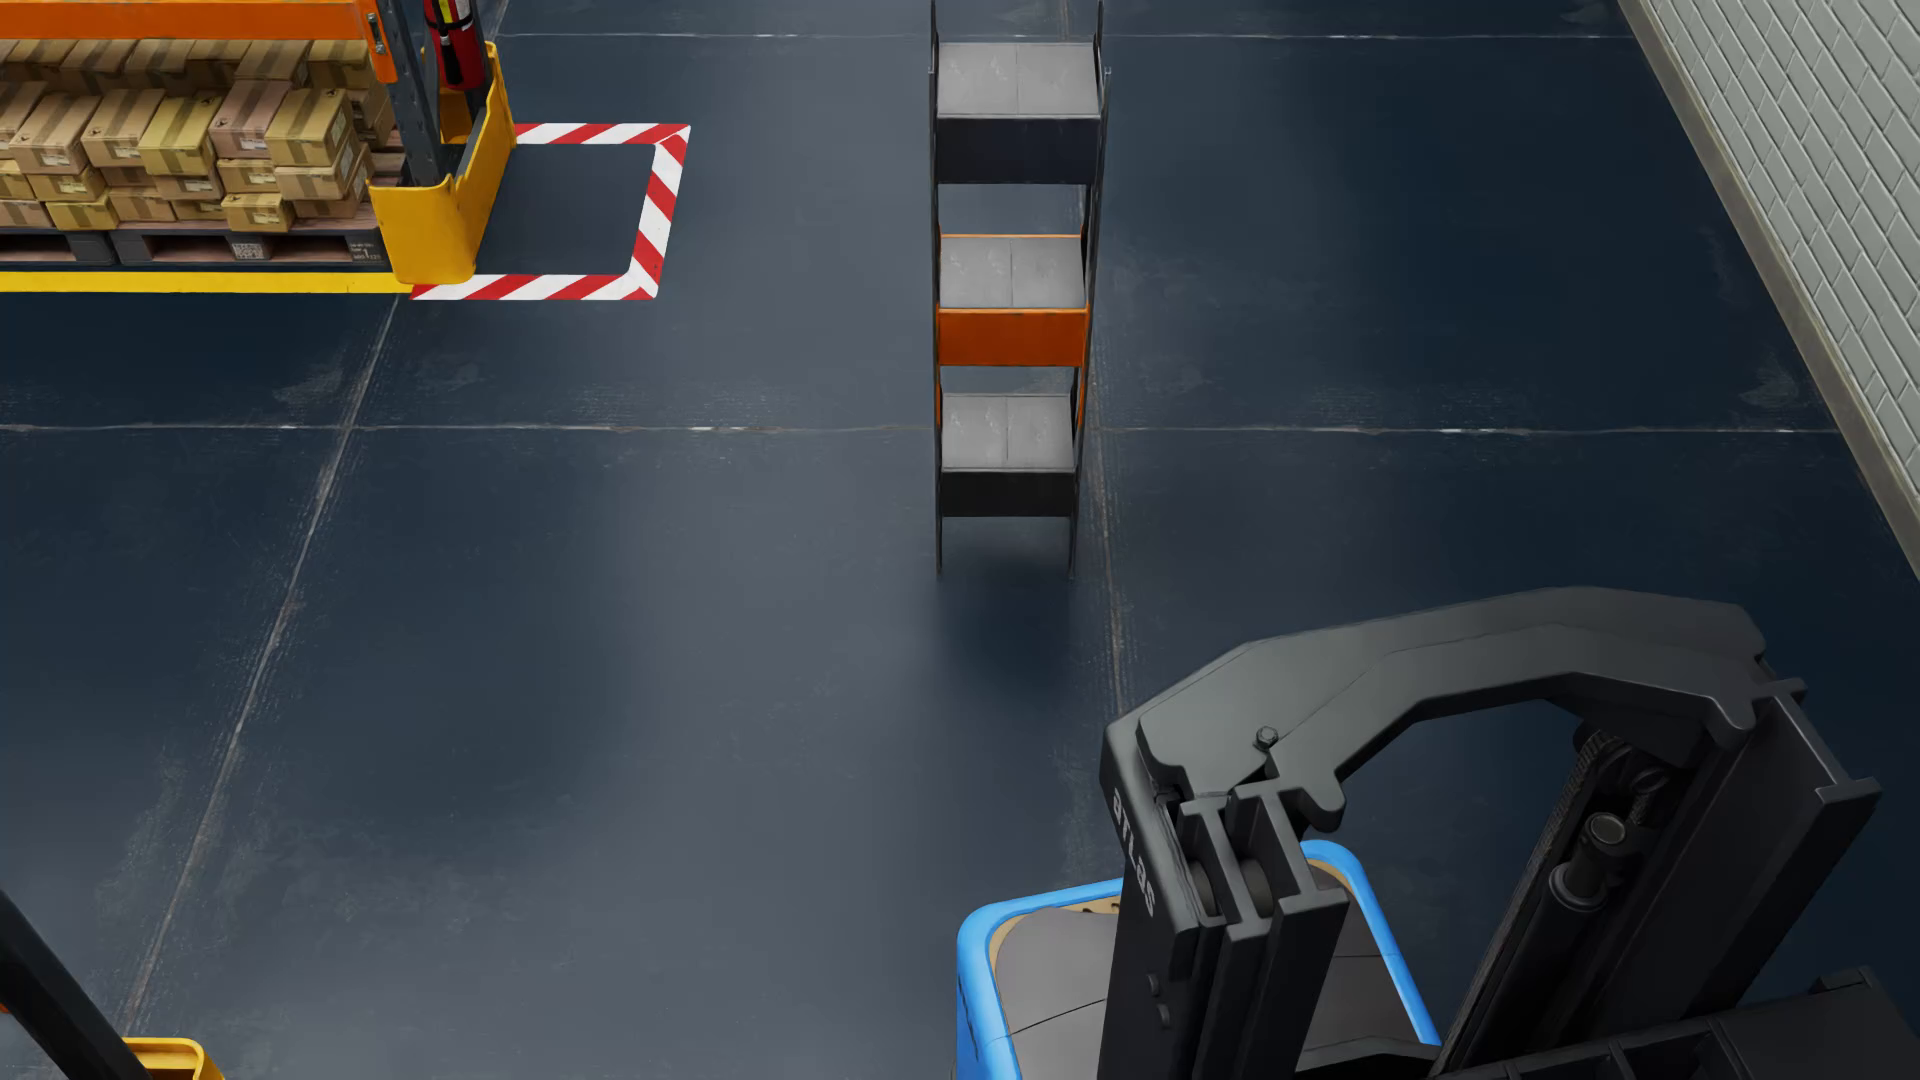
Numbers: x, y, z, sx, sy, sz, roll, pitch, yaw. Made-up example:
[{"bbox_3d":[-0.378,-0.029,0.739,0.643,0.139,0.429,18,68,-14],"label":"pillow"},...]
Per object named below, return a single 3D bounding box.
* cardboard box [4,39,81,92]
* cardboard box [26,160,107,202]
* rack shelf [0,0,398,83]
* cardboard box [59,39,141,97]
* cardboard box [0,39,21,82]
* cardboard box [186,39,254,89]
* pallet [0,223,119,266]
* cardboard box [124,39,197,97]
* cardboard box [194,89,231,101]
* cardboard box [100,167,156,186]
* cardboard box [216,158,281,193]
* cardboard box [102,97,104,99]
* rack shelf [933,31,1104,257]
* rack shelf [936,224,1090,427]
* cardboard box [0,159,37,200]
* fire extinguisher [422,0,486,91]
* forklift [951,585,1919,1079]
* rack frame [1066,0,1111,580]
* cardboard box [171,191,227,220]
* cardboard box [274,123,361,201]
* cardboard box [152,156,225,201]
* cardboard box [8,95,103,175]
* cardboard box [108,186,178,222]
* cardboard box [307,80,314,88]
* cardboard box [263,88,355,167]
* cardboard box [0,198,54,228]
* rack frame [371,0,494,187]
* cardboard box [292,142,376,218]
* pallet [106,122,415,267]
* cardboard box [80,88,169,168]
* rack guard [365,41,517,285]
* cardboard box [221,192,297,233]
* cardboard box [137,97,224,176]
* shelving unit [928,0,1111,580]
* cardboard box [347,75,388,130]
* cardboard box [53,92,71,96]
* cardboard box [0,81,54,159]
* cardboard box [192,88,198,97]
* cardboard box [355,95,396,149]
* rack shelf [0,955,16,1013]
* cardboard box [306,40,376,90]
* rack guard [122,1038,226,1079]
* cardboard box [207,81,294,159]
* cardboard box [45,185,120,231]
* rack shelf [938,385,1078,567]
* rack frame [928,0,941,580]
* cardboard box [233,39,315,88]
[{"bbox_3d":[-4.081,-2.186,7.489,0.250,0.149,0.380,1,47,1],"label":"cardboard box"},{"bbox_3d":[-3.808,-1.630,7.175,0.250,0.149,0.380,1,47,1],"label":"cardboard box"},{"bbox_3d":[-4.242,-2.332,6.863,4.000,0.370,1.077,0,47,0],"label":"rack shelf"},{"bbox_3d":[-3.818,-2.151,7.458,0.250,0.149,0.380,2,47,2],"label":"cardboard box"},{"bbox_3d":[-4.332,-2.116,7.425,0.250,0.149,0.380,0,47,0],"label":"cardboard box"},{"bbox_3d":[-3.292,-2.204,7.506,0.250,0.149,0.380,0,47,0],"label":"cardboard box"},{"bbox_3d":[-4.347,-1.656,7.647,1.213,0.211,1.003,0,47,0],"label":"pallet"},{"bbox_3d":[-3.540,-2.144,7.450,0.250,0.149,0.380,-2,47,-2],"label":"cardboard box"},{"bbox_3d":[-3.284,-2.012,7.531,0.250,0.149,0.380,1,47,1],"label":"cardboard box"},{"bbox_3d":[-3.559,-1.714,7.253,0.250,0.149,0.380,0,47,0],"label":"cardboard box"},{"bbox_3d":[-3.032,-1.678,7.220,0.250,0.149,0.380,-1,47,-1],"label":"cardboard box"},{"bbox_3d":[-3.805,-2.024,7.542,0.250,0.149,0.380,-2,47,-2],"label":"cardboard box"},{"bbox_3d":[0.166,-1.183,4.979,0.480,0.518,0.431,0,47,0],"label":"rack shelf"},{"bbox_3d":[0.166,-0.706,5.491,0.480,0.518,0.431,0,47,0],"label":"rack shelf"},{"bbox_3d":[-4.065,-1.644,7.188,0.250,0.149,0.380,2,47,2],"label":"cardboard box"},{"bbox_3d":[-1.992,-2.080,6.444,0.183,0.674,0.296,0,47,0],"label":"fire extinguisher"},{"bbox_3d":[0.801,1.593,2.765,1.130,2.935,3.031,-9,48,-9],"label":"forklift"},{"bbox_3d":[0.410,-0.714,5.480,0.015,2.100,0.400,0,47,0],"label":"rack frame"},{"bbox_3d":[-3.290,-1.583,7.335,0.250,0.149,0.380,0,47,0],"label":"cardboard box"},{"bbox_3d":[-2.771,-1.637,7.182,0.250,0.149,0.380,-1,47,-1],"label":"cardboard box"},{"bbox_3d":[-3.290,-1.638,7.183,0.250,0.149,0.380,-2,47,-1],"label":"cardboard box"},{"bbox_3d":[-3.810,-1.720,7.056,0.250,0.149,0.380,2,47,2],"label":"cardboard box"},{"bbox_3d":[-3.537,-1.574,7.326,0.250,0.149,0.380,1,47,1],"label":"cardboard box"},{"bbox_3d":[-3.038,-2.076,7.591,0.250,0.149,0.380,0,47,0],"label":"cardboard box"},{"bbox_3d":[-2.772,-1.762,7.095,0.250,0.149,0.380,1,47,1],"label":"cardboard box"},{"bbox_3d":[-4.066,-1.544,7.299,0.250,0.149,0.380,1,47,1],"label":"cardboard box"},{"bbox_3d":[-2.242,-2.572,6.595,0.127,3.000,1.000,0,47,0],"label":"rack frame"},{"bbox_3d":[-2.769,-1.592,7.344,0.250,0.149,0.380,1,47,1],"label":"cardboard box"},{"bbox_3d":[-3.130,-1.650,7.642,1.213,0.211,1.003,0,47,0],"label":"pallet"},{"bbox_3d":[-3.541,-1.760,7.093,0.250,0.149,0.380,-2,47,-1],"label":"cardboard box"},{"bbox_3d":[-2.318,-1.720,7.510,0.348,0.500,1.175,0,47,0],"label":"rack guard"},{"bbox_3d":[-3.027,-1.519,7.275,0.250,0.149,0.380,1,47,1],"label":"cardboard box"},{"bbox_3d":[-3.283,-1.713,7.049,0.250,0.149,0.380,-1,47,-1],"label":"cardboard box"},{"bbox_3d":[0.166,-0.715,5.481,0.503,2.100,0.431,0,47,0],"label":"shelving unit"},{"bbox_3d":[-2.765,-2.034,7.552,0.250,0.149,0.380,2,47,2],"label":"cardboard box"},{"bbox_3d":[-4.077,-1.994,7.514,0.250,0.149,0.380,2,47,2],"label":"cardboard box"},{"bbox_3d":[-4.073,-1.802,7.132,0.250,0.149,0.380,-1,47,-1],"label":"cardboard box"},{"bbox_3d":[-3.540,-2.092,7.606,0.250,0.149,0.380,1,47,1],"label":"cardboard box"},{"bbox_3d":[-2.765,-1.979,7.704,0.250,0.149,0.380,1,47,1],"label":"cardboard box"},{"bbox_3d":[-4.159,1.291,3.490,4.000,0.370,1.077,0,47,0],"label":"rack shelf"},{"bbox_3d":[-2.765,-2.196,7.499,0.250,0.149,0.380,-2,47,-2],"label":"cardboard box"},{"bbox_3d":[-2.135,1.903,4.137,0.348,0.500,1.175,0,47,0],"label":"rack guard"},{"bbox_3d":[-3.023,-1.805,7.135,0.250,0.149,0.380,1,47,1],"label":"cardboard box"},{"bbox_3d":[-3.793,-1.529,7.284,0.250,0.149,0.380,-2,47,-2],"label":"cardboard box"},{"bbox_3d":[0.166,-0.229,6.003,0.480,0.518,0.431,0,47,0],"label":"rack shelf"},{"bbox_3d":[-0.078,-0.716,5.482,0.015,2.100,0.400,0,47,0],"label":"rack frame"},{"bbox_3d":[-3.041,-2.109,7.418,0.250,0.149,0.380,1,47,1],"label":"cardboard box"}]
